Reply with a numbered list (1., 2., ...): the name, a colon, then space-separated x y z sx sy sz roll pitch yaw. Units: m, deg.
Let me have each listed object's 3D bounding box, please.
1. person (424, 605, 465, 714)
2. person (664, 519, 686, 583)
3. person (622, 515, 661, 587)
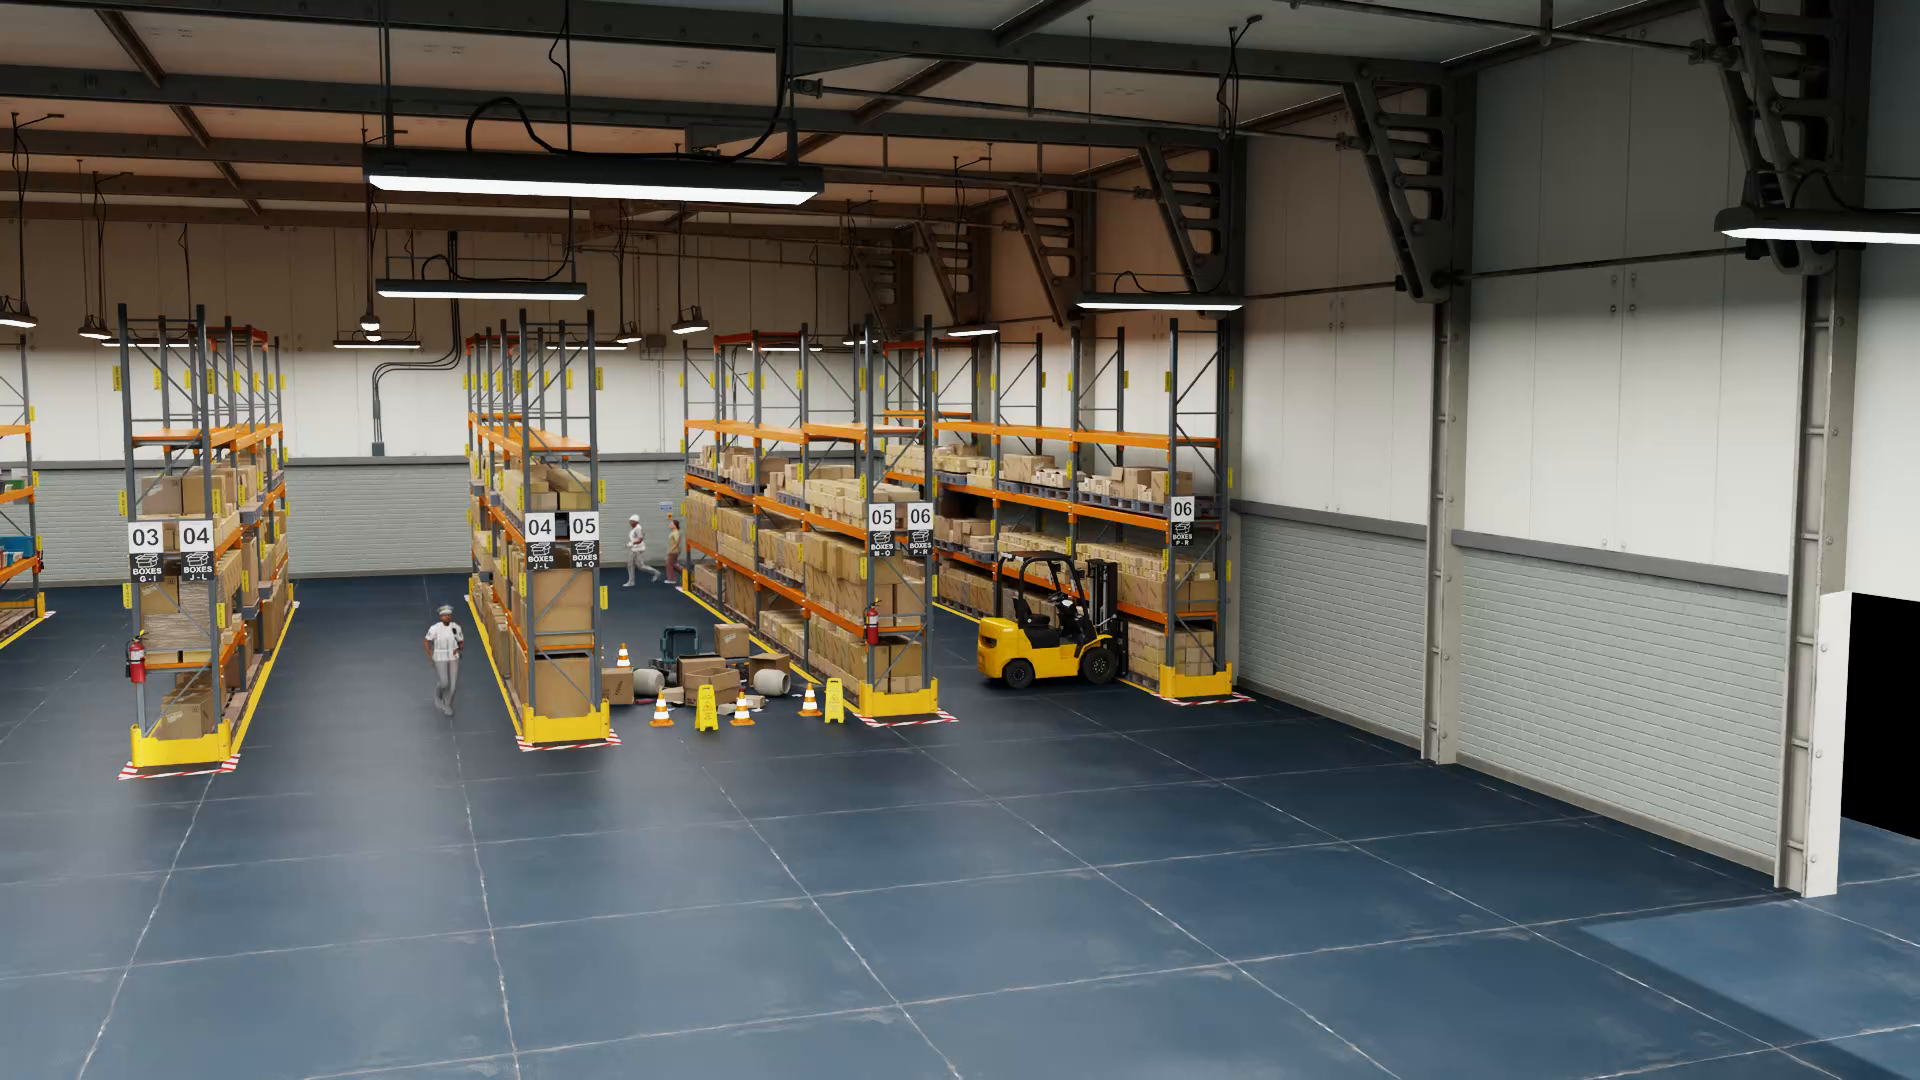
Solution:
1. person: -7.702 1.811 24.959 0.561 1.656 0.562 -3 6 -29
2. person: -7.027 0.290 41.189 0.630 1.614 0.636 -1 6 -11
3. person: -7.825 0.262 40.740 0.936 1.765 0.657 -2 6 -22
